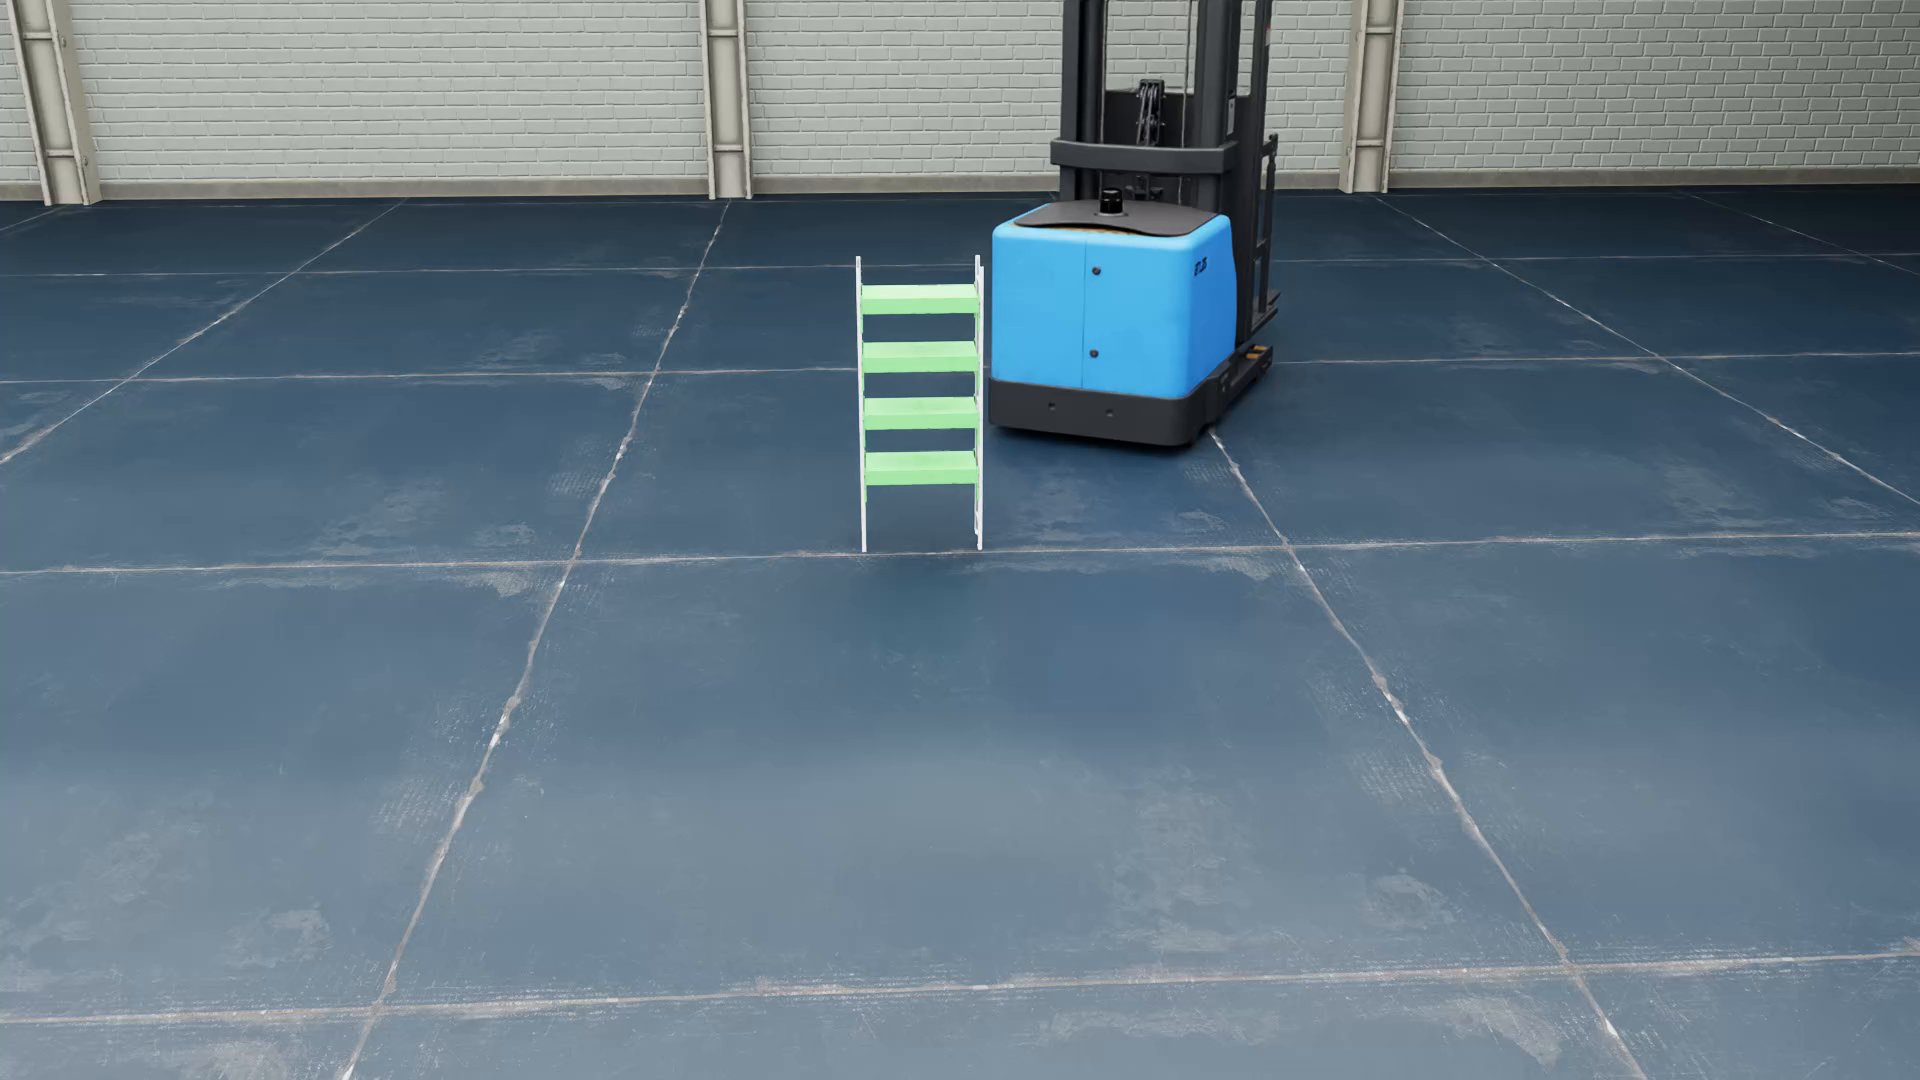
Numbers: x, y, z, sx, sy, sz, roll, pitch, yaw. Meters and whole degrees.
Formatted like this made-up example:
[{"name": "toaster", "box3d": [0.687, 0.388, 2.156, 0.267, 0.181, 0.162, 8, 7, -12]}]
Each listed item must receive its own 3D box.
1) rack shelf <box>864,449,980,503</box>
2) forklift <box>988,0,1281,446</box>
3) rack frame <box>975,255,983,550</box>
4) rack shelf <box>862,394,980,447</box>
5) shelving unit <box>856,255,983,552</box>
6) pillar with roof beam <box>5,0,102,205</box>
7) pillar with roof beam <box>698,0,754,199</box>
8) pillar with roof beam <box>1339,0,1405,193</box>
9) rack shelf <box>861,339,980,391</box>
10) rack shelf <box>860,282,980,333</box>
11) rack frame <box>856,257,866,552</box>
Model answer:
[{"name": "rack shelf", "box3d": [-0.165, -0.273, 7.007, 0.480, 0.148, 0.258, -1, 21, -3]}, {"name": "forklift", "box3d": [1.175, -2.319, 9.092, 1.130, 2.935, 3.031, 8, 22, 21]}, {"name": "rack frame", "box3d": [0.078, -0.562, 6.912, 0.015, 1.200, 0.240, -1, 21, -3]}, {"name": "rack shelf", "box3d": [-0.165, -0.498, 6.921, 0.480, 0.148, 0.258, -1, 21, -3]}, {"name": "shelving unit", "box3d": [-0.165, -0.557, 6.899, 0.503, 1.200, 0.258, -1, 21, -3]}, {"name": "pillar with roof beam", "box3d": [-7.884, -5.777, 9.646, 0.400, 9.000, 9.100, -1, 21, -3]}, {"name": "pillar with roof beam", "box3d": [-1.894, -5.898, 9.966, 0.400, 9.000, 9.100, -1, 21, -3]}, {"name": "pillar with roof beam", "box3d": [4.096, -6.020, 10.287, 0.400, 9.000, 9.100, -1, 21, -3]}, {"name": "rack shelf", "box3d": [-0.165, -0.722, 6.836, 0.480, 0.148, 0.258, -1, 21, -3]}, {"name": "rack shelf", "box3d": [-0.165, -0.946, 6.751, 0.480, 0.148, 0.258, -1, 21, -3]}, {"name": "rack frame", "box3d": [-0.409, -0.552, 6.886, 0.015, 1.200, 0.240, -1, 21, -3]}]
